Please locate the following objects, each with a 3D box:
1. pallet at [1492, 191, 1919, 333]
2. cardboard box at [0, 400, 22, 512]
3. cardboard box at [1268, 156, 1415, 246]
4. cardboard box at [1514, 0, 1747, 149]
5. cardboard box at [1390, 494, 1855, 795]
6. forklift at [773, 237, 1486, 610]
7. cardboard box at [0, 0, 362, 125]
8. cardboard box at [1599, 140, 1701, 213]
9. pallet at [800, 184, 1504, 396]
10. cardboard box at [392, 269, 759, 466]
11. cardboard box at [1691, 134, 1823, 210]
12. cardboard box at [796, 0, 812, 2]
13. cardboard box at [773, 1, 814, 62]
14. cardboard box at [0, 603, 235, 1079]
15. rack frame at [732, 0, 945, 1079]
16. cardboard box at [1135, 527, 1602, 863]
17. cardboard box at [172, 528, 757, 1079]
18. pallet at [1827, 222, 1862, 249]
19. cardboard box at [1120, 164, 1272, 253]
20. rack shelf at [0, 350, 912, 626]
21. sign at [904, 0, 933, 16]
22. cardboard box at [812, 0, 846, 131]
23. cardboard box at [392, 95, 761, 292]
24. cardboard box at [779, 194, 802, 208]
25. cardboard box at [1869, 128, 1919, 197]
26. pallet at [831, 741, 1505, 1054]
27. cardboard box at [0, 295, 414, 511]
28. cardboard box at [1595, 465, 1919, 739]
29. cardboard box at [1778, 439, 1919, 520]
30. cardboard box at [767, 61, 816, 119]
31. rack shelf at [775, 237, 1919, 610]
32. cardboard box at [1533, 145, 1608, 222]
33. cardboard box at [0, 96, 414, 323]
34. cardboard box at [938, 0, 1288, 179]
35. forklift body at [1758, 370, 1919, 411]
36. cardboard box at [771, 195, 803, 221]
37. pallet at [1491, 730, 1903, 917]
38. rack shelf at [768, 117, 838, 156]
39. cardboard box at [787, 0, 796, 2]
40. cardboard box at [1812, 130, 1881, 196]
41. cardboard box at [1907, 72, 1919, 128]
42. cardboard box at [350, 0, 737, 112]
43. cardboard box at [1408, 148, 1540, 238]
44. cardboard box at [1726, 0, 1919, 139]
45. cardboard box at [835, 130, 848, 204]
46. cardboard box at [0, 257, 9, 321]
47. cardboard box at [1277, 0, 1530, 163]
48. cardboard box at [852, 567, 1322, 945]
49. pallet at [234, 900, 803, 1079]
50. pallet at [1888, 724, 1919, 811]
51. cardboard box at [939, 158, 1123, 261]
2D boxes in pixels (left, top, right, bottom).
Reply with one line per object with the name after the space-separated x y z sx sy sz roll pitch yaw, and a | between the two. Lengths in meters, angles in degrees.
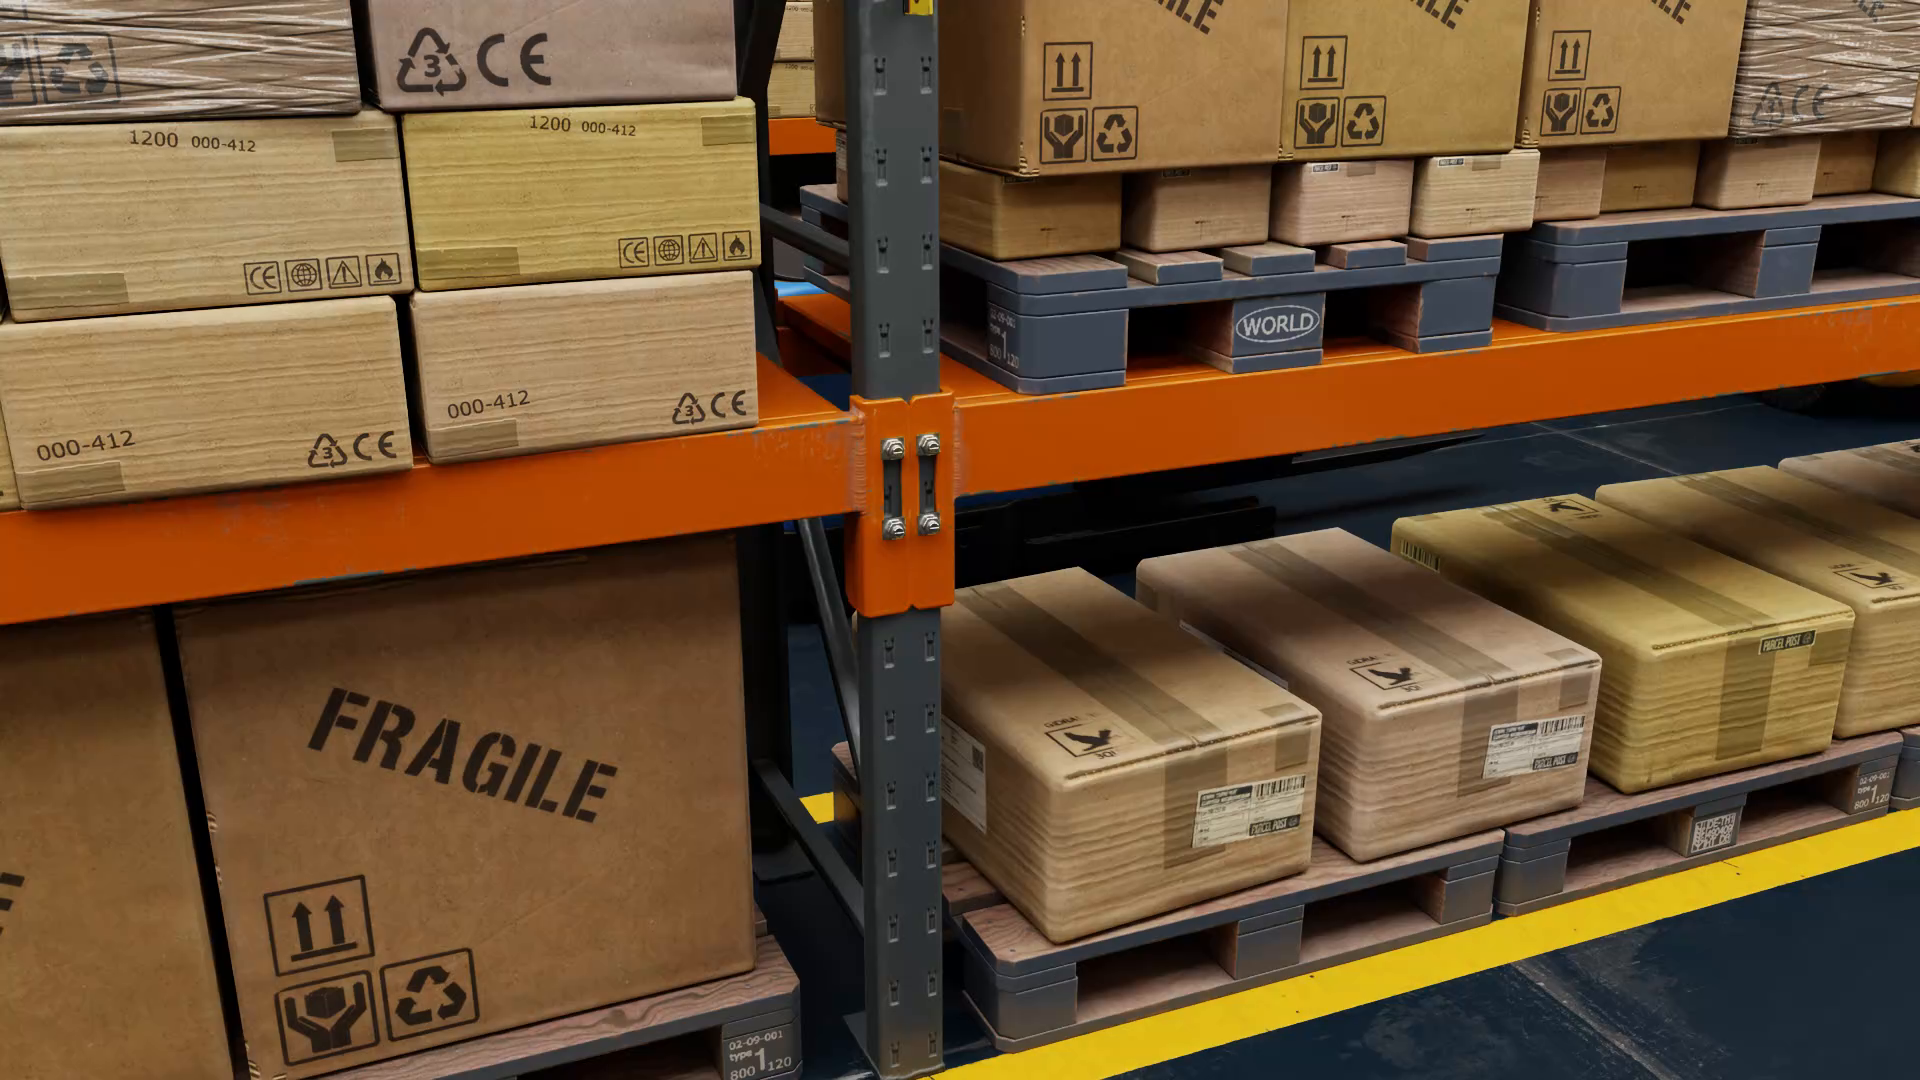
1.517 -0.732 3.874 1.213 0.211 1.003 -8 21 -22 | pallet
-1.577 -0.200 2.299 0.500 0.250 0.500 -8 21 -22 | cardboard box
0.630 -0.664 3.138 0.250 0.149 0.380 -10 22 -25 | cardboard box
1.181 -1.066 3.304 0.500 0.500 0.500 -8 21 -21 | cardboard box
1.611 0.223 4.197 0.625 0.372 0.950 -7 21 -20 | cardboard box
0.563 -1.473 5.791 3.031 2.935 1.130 -9 21 -24 | forklift
-1.123 -0.851 2.266 0.500 0.500 0.500 -8 21 -21 | cardboard box
1.325 -0.799 3.520 0.250 0.149 0.380 -7 21 -20 | cardboard box
0.328 -0.585 3.457 1.003 0.211 1.213 -8 21 -22 | pallet
-0.646 -0.333 2.678 0.500 0.250 0.500 -9 21 -24 | cardboard box
1.591 -0.813 3.561 0.250 0.149 0.380 -7 21 -20 | cardboard box
-0.664 -2.541 7.595 0.250 0.149 0.380 -8 21 -21 | cardboard box
-0.802 -2.341 7.626 0.500 0.250 0.500 -9 21 -23 | cardboard box
-1.772 0.436 2.834 0.875 0.875 0.875 -8 21 -21 | cardboard box
-0.284 -0.550 3.067 0.127 3.000 1.000 -8 21 -22 | rack frame
0.913 0.321 3.919 0.625 0.372 0.950 -9 21 -23 | cardboard box
-0.951 0.320 3.164 0.875 0.875 0.875 -8 21 -22 | cardboard box
2.629 -0.929 4.434 1.213 0.211 1.003 -8 21 -22 | pallet
0.361 -0.642 3.076 0.250 0.149 0.380 -10 22 -25 | cardboard box
-2.121 0.053 2.439 4.000 0.370 1.077 -8 21 -22 | rack shelf
-0.061 -0.927 2.395 0.005 0.325 0.100 -8 21 -22 | sign
0.023 -1.080 3.342 0.500 0.500 0.500 -9 21 -23 | cardboard box
-0.628 -0.574 2.608 0.500 0.250 0.500 -8 21 -22 | cardboard box
-0.461 -1.396 8.413 0.625 0.625 0.875 -9 21 -24 | cardboard box
2.083 -0.874 3.733 0.250 0.149 0.380 -8 21 -22 | cardboard box
0.434 0.663 3.821 1.213 0.211 1.003 -8 21 -22 | pallet
-1.109 -0.261 2.473 0.500 0.250 0.500 -8 21 -21 | cardboard box
2.249 0.131 4.458 0.625 0.372 0.950 -7 21 -19 | cardboard box
2.908 0.035 4.730 0.625 0.372 0.950 -8 21 -21 | cardboard box
-0.816 -2.111 7.726 0.500 0.250 0.500 -9 21 -24 | cardboard box
1.552 -0.473 3.933 4.000 0.370 1.077 -8 21 -22 | rack shelf
1.081 -0.750 3.380 0.250 0.149 0.380 -7 21 -19 | cardboard box
-1.098 -0.505 2.413 0.500 0.250 0.500 -9 21 -23 | cardboard box
0.221 -0.924 2.899 0.500 0.500 0.500 -9 21 -23 | cardboard box
4.073 -1.909 8.206 1.214 2.155 2.313 -8 21 -22 | forklift body
-1.079 -1.307 8.161 0.625 0.625 0.875 -7 21 -20 | cardboard box
1.552 0.504 4.273 1.213 0.211 1.003 -8 21 -22 | pallet
-0.417 -1.987 8.231 4.000 0.370 1.077 -8 21 -22 | rack shelf
-0.920 -2.526 7.551 0.250 0.149 0.380 -8 21 -21 | cardboard box
1.800 -0.870 3.724 0.250 0.149 0.380 -9 21 -24 | cardboard box
2.124 -1.199 3.680 0.500 0.500 0.500 -7 21 -20 | cardboard box
-0.655 -0.921 2.464 0.500 0.500 0.500 -9 21 -23 | cardboard box
0.891 -0.694 3.223 0.250 0.149 0.380 -8 21 -22 | cardboard box
1.643 -1.130 3.484 0.500 0.500 0.500 -9 21 -24 | cardboard box
-0.077 -0.744 3.365 0.250 0.149 0.380 -7 21 -20 | cardboard box
-1.560 -0.431 2.204 0.500 0.250 0.500 -9 21 -23 | cardboard box
0.696 -0.995 3.100 0.500 0.500 0.500 -7 21 -19 | cardboard box
0.238 0.420 3.636 0.625 0.372 0.950 -10 22 -26 | cardboard box
-1.038 0.846 3.301 1.213 0.211 1.003 -8 21 -22 | pallet
2.674 0.342 4.732 1.213 0.211 1.003 -8 21 -22 | pallet
0.088 -0.615 2.999 0.250 0.149 0.380 -9 22 -25 | cardboard box
